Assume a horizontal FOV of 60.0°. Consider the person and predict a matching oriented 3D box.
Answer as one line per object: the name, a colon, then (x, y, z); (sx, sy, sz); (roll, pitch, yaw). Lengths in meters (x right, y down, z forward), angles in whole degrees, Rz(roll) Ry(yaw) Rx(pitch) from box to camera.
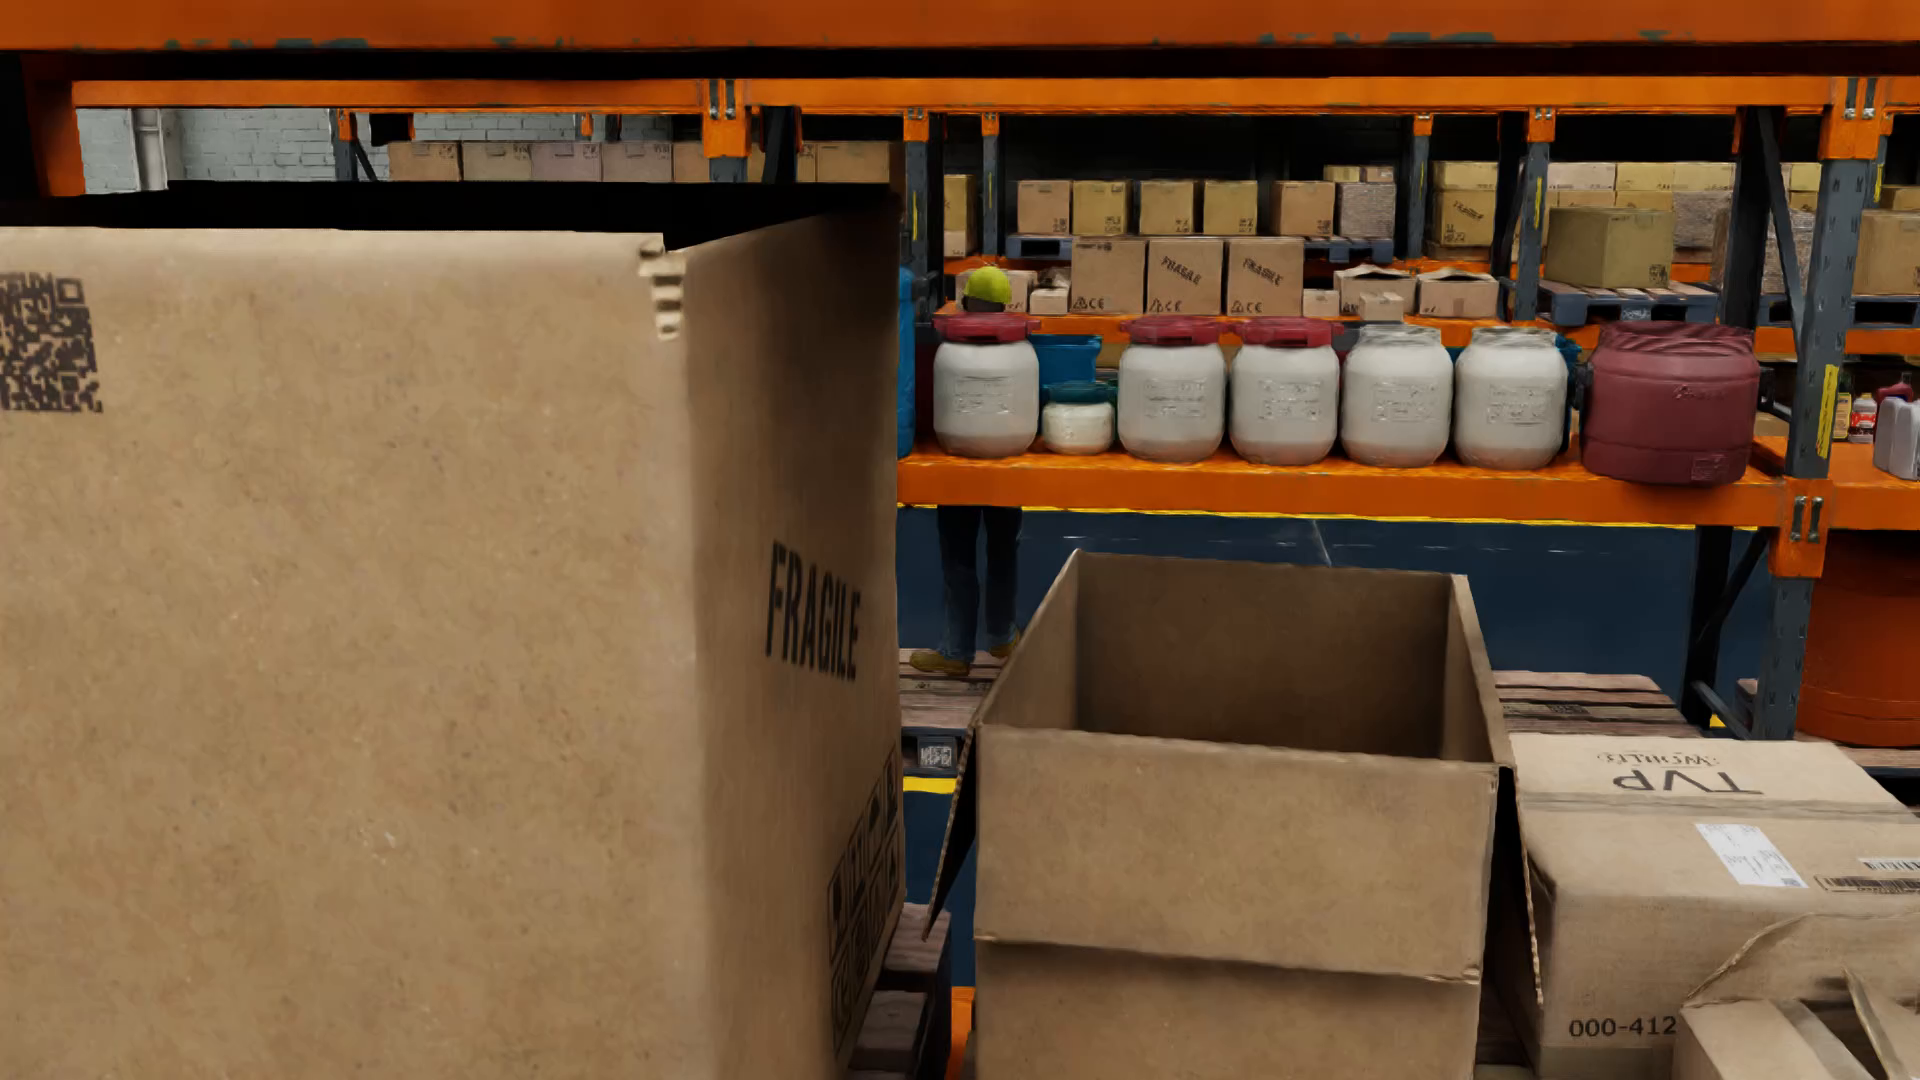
person: (0.105, -0.314, 7.293); (0.729, 1.767, 0.626); (-2, 14, -7)
